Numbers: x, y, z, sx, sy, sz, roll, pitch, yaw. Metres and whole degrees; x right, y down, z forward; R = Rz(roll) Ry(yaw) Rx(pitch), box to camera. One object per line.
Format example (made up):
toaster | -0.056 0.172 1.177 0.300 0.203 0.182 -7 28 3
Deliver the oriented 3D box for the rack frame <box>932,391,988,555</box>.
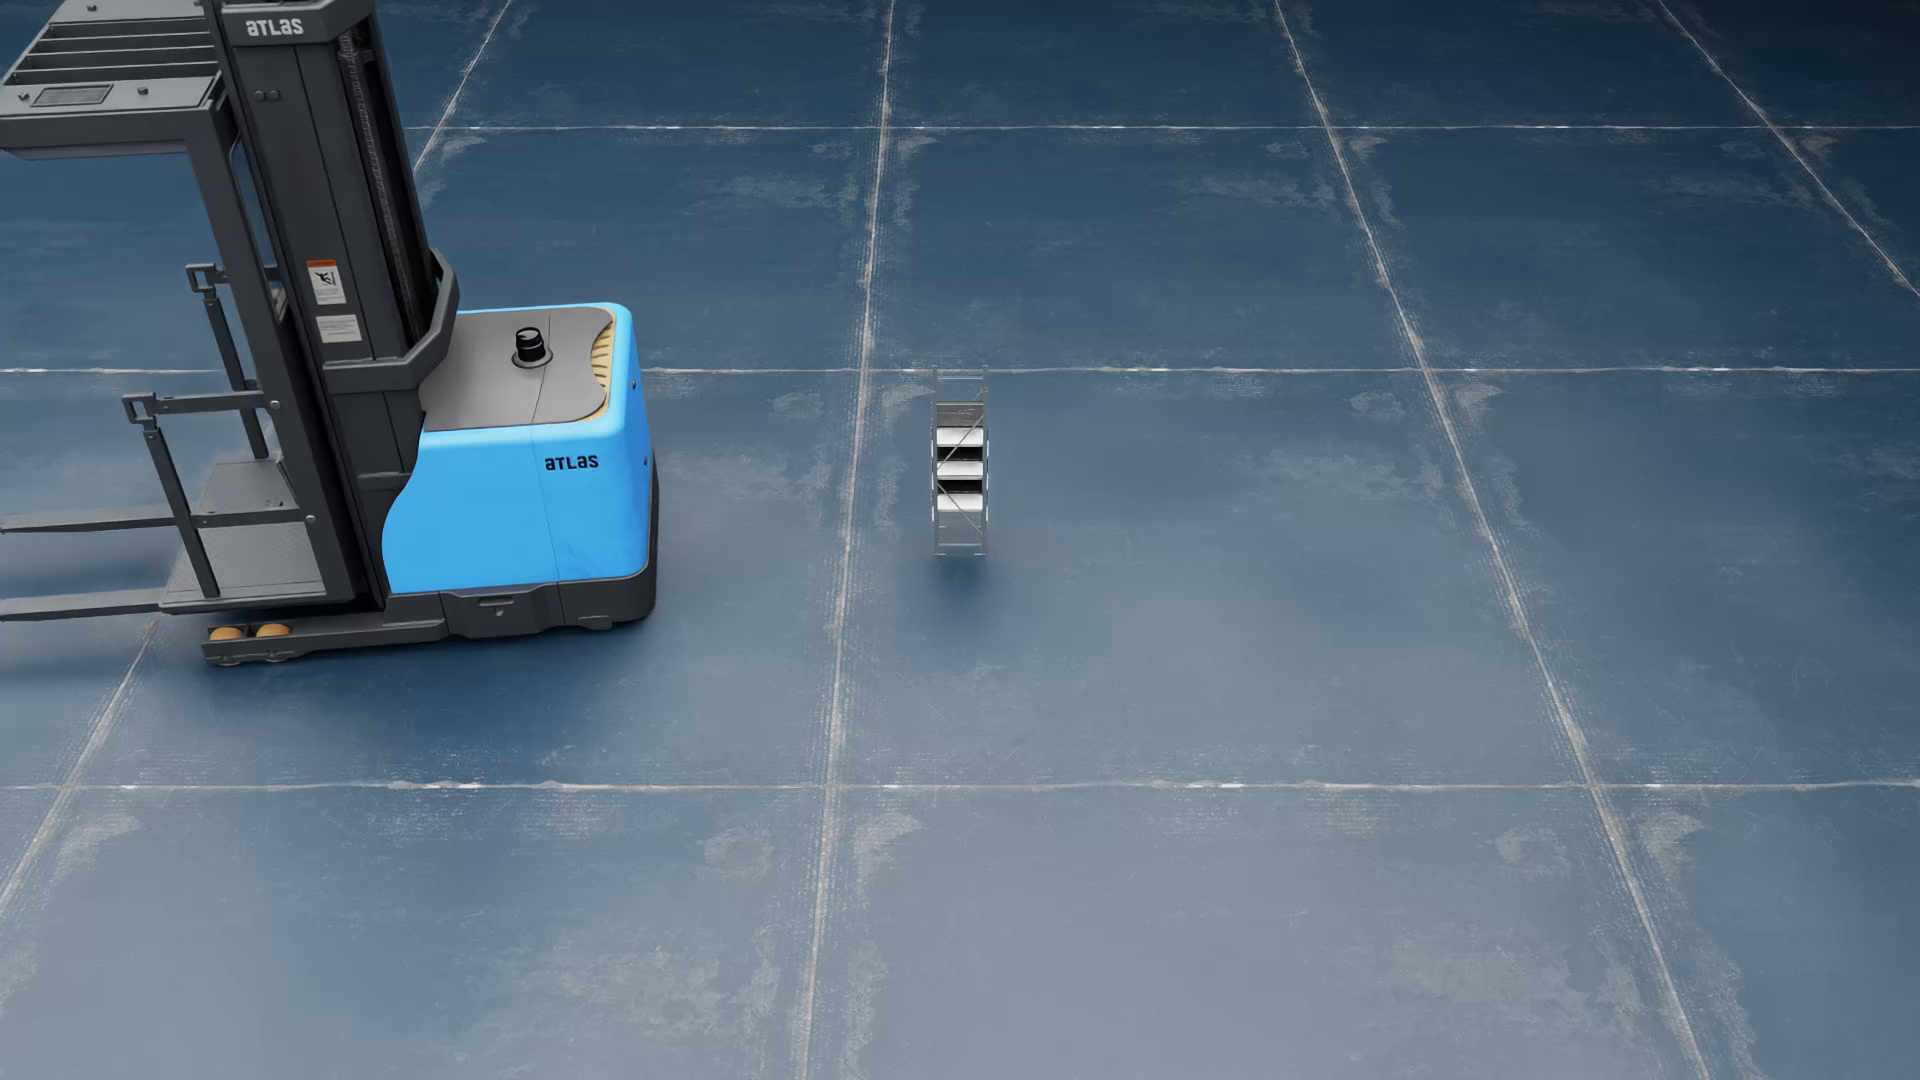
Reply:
rack frame | 0.000 -0.282 7.383 0.240 0.900 0.006 0 39 0

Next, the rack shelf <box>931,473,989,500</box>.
rack shelf | 0.000 -0.250 7.539 0.258 0.077 0.200 0 39 0

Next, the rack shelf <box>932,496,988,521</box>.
rack shelf | 0.000 -0.180 7.596 0.258 0.077 0.200 0 39 0

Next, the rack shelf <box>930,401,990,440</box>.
rack shelf | 0.000 -0.531 7.314 0.258 0.077 0.200 0 39 0

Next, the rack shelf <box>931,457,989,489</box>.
rack shelf | 0.000 -0.320 7.483 0.258 0.077 0.200 0 39 0

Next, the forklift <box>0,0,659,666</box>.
forklift | -2.891 -0.960 6.604 3.031 2.935 1.130 -4 39 -5

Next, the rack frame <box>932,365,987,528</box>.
rack frame | 0.000 -0.410 7.542 0.240 0.900 0.006 0 39 0

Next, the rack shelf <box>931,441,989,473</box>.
rack shelf | 0.000 -0.390 7.427 0.258 0.077 0.200 0 39 0

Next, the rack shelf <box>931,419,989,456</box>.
rack shelf | 0.000 -0.461 7.371 0.258 0.077 0.200 0 39 0

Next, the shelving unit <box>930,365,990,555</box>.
shelving unit | 0.000 -0.346 7.462 0.258 0.900 0.210 0 39 0
